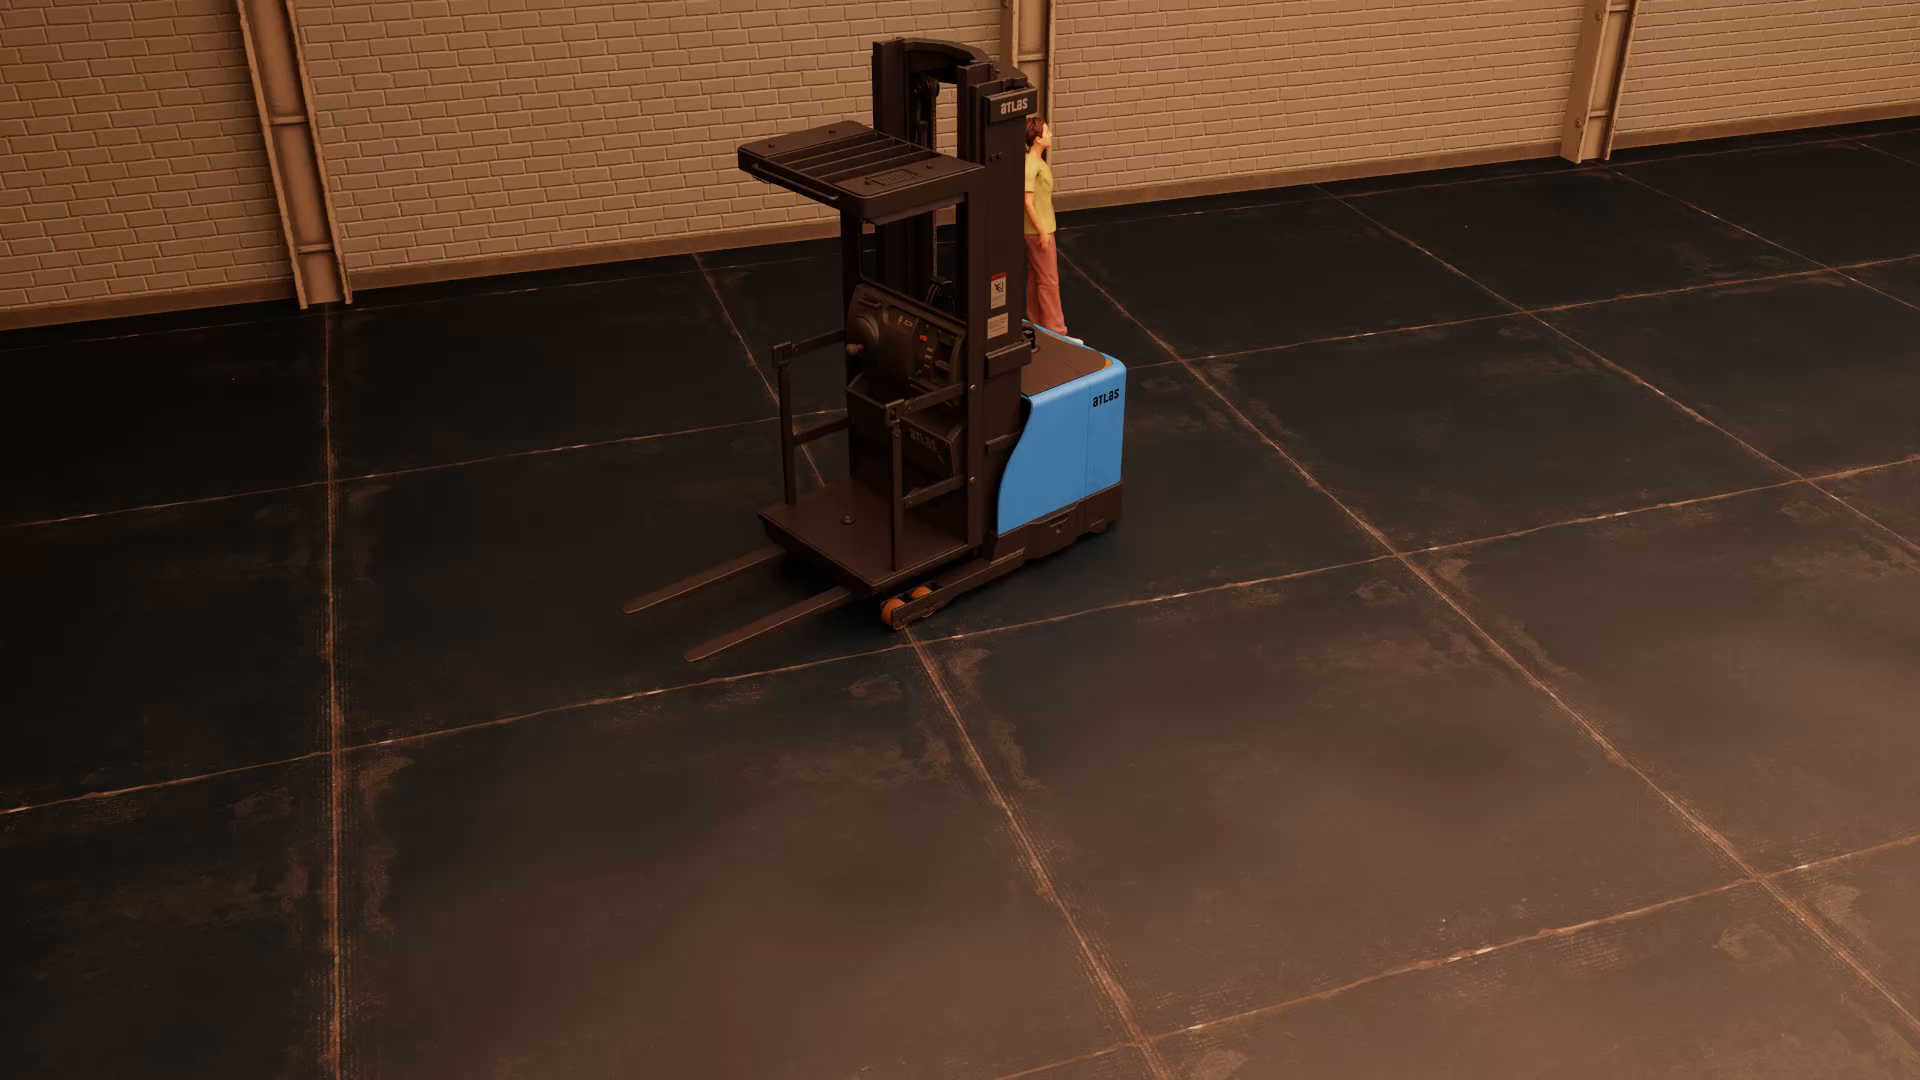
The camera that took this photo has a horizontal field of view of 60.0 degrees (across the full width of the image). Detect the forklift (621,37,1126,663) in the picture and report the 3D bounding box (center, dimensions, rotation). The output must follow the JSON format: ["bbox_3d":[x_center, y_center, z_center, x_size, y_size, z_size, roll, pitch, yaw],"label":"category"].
[{"bbox_3d":[-0.461,-1.072,8.951,3.031,2.935,1.130,-23,37,-34],"label":"forklift"}]

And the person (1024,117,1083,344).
[{"bbox_3d":[0.656,-2.291,12.313,0.549,1.674,0.551,0,30,1],"label":"person"}]
